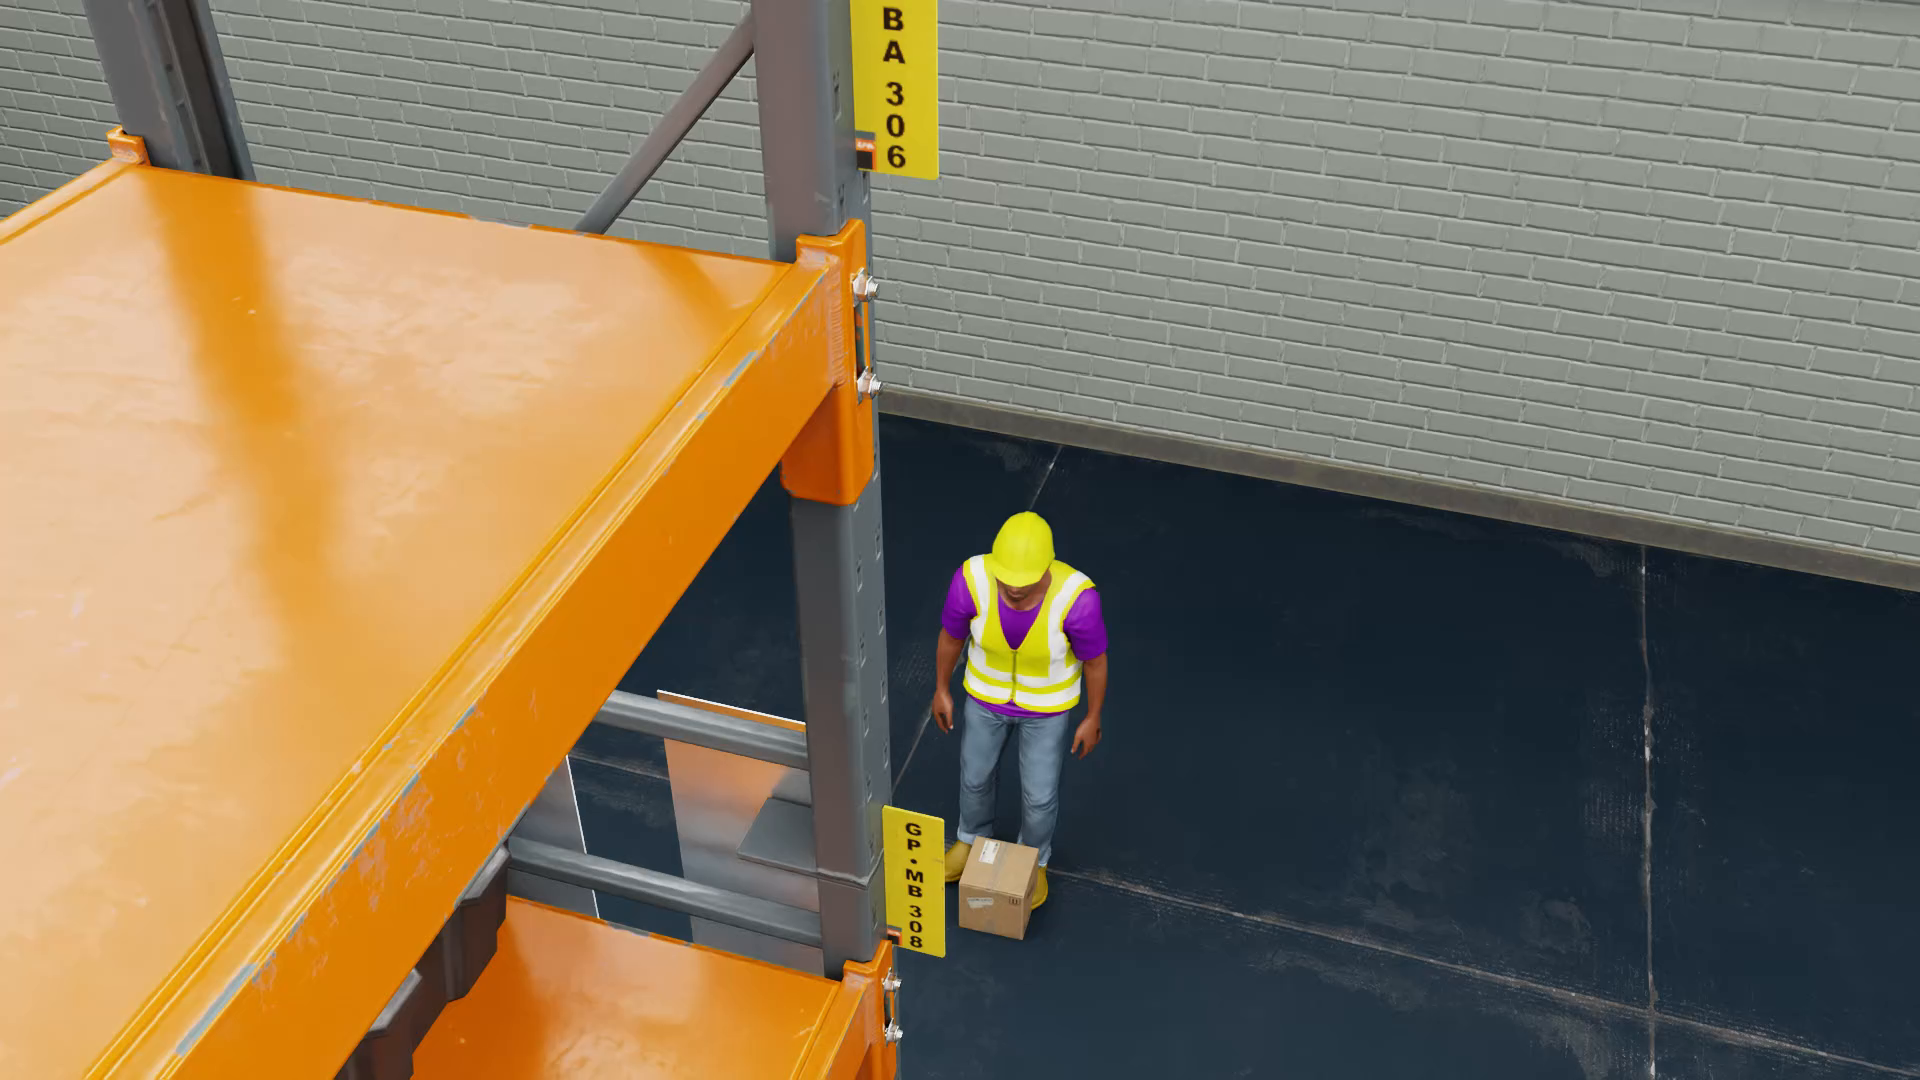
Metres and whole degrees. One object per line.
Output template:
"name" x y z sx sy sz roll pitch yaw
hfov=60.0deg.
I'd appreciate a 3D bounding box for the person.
"person" 0.209 0.600 6.079 0.636 1.757 0.461 10 38 13
